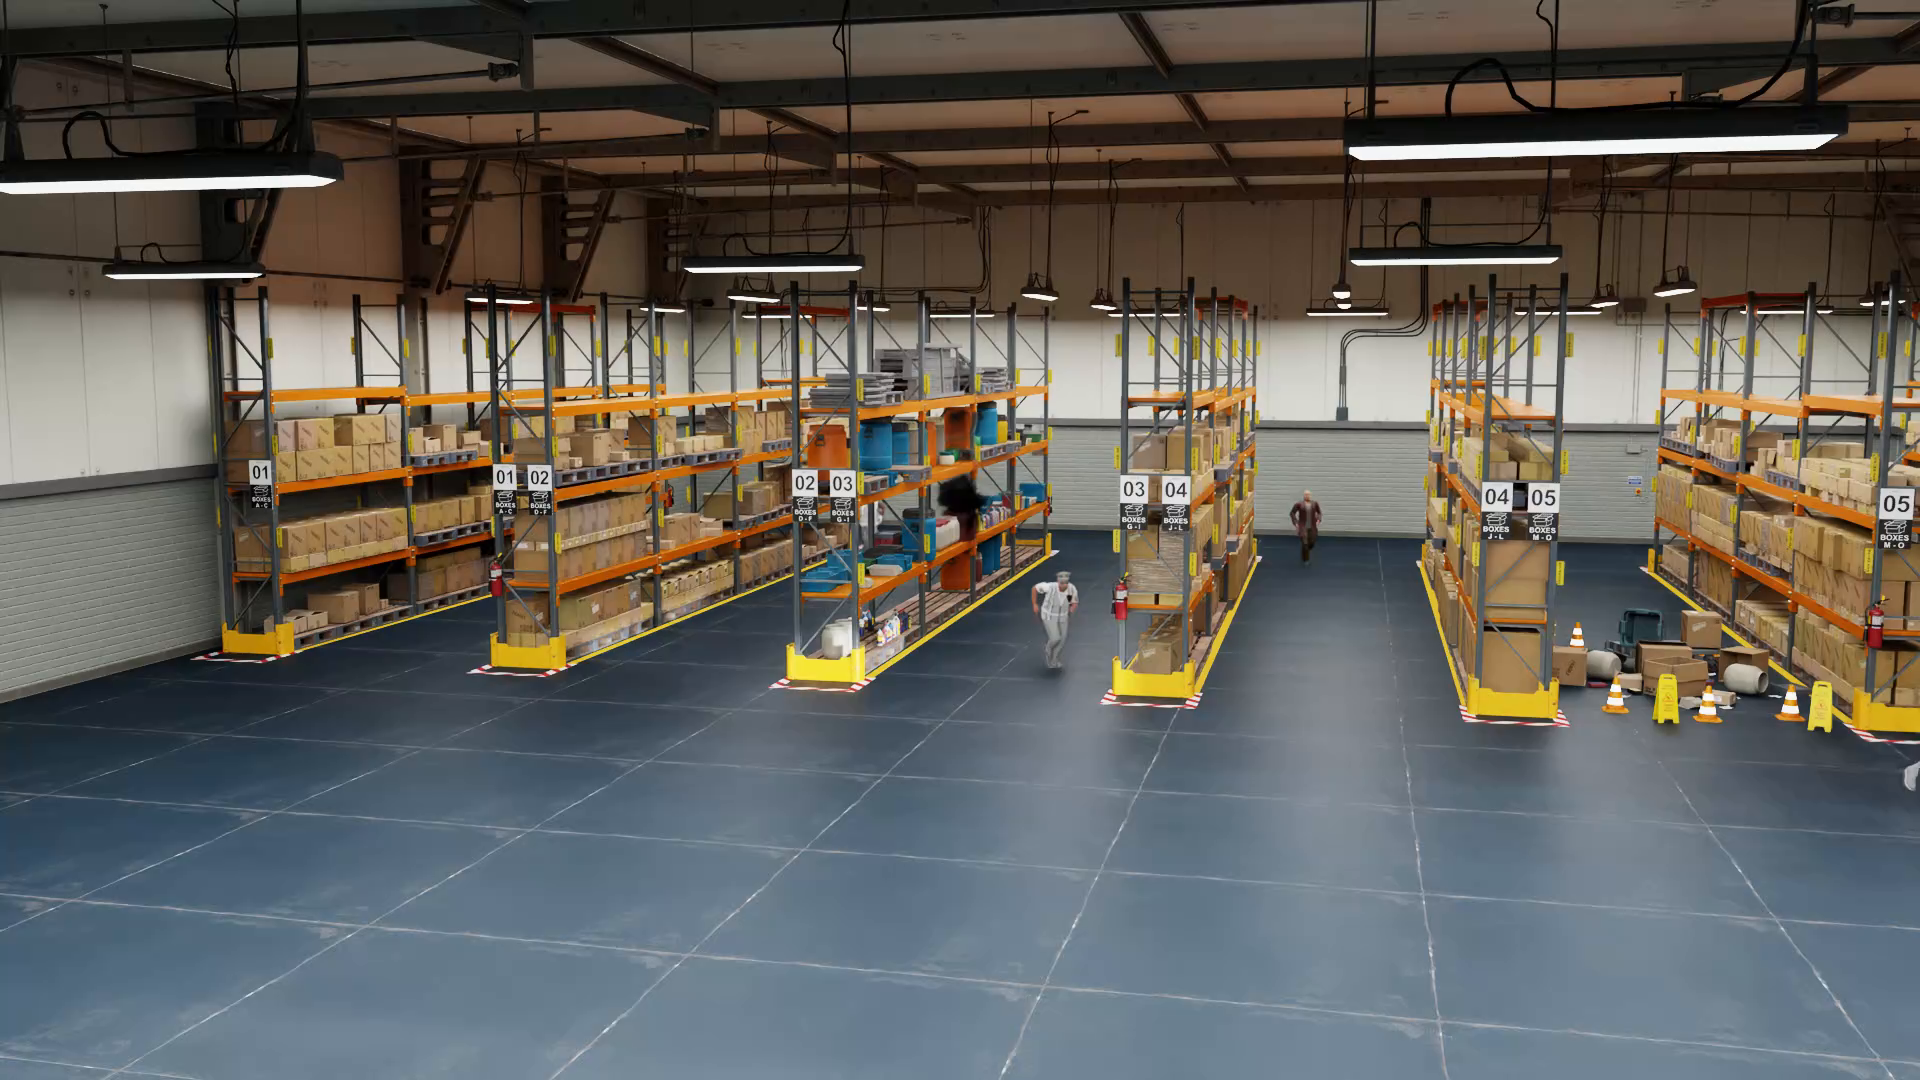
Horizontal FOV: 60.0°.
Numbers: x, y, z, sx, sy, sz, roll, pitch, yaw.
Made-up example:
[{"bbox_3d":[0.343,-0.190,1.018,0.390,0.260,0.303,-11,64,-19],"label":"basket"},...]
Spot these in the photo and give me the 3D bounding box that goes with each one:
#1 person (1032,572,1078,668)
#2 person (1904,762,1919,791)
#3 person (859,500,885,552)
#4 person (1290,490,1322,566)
[{"bbox_3d":[1.473,1.247,25.855,0.699,1.572,0.939,-2,7,-16],"label":"person"},{"bbox_3d":[10.973,2.100,18.456,0.739,1.685,0.583,-1,7,-9],"label":"person"},{"bbox_3d":[-1.983,-0.274,36.043,0.684,1.826,0.936,0,7,2],"label":"person"},{"bbox_3d":[8.049,-0.244,38.649,0.748,1.665,0.644,-1,7,-6],"label":"person"}]
